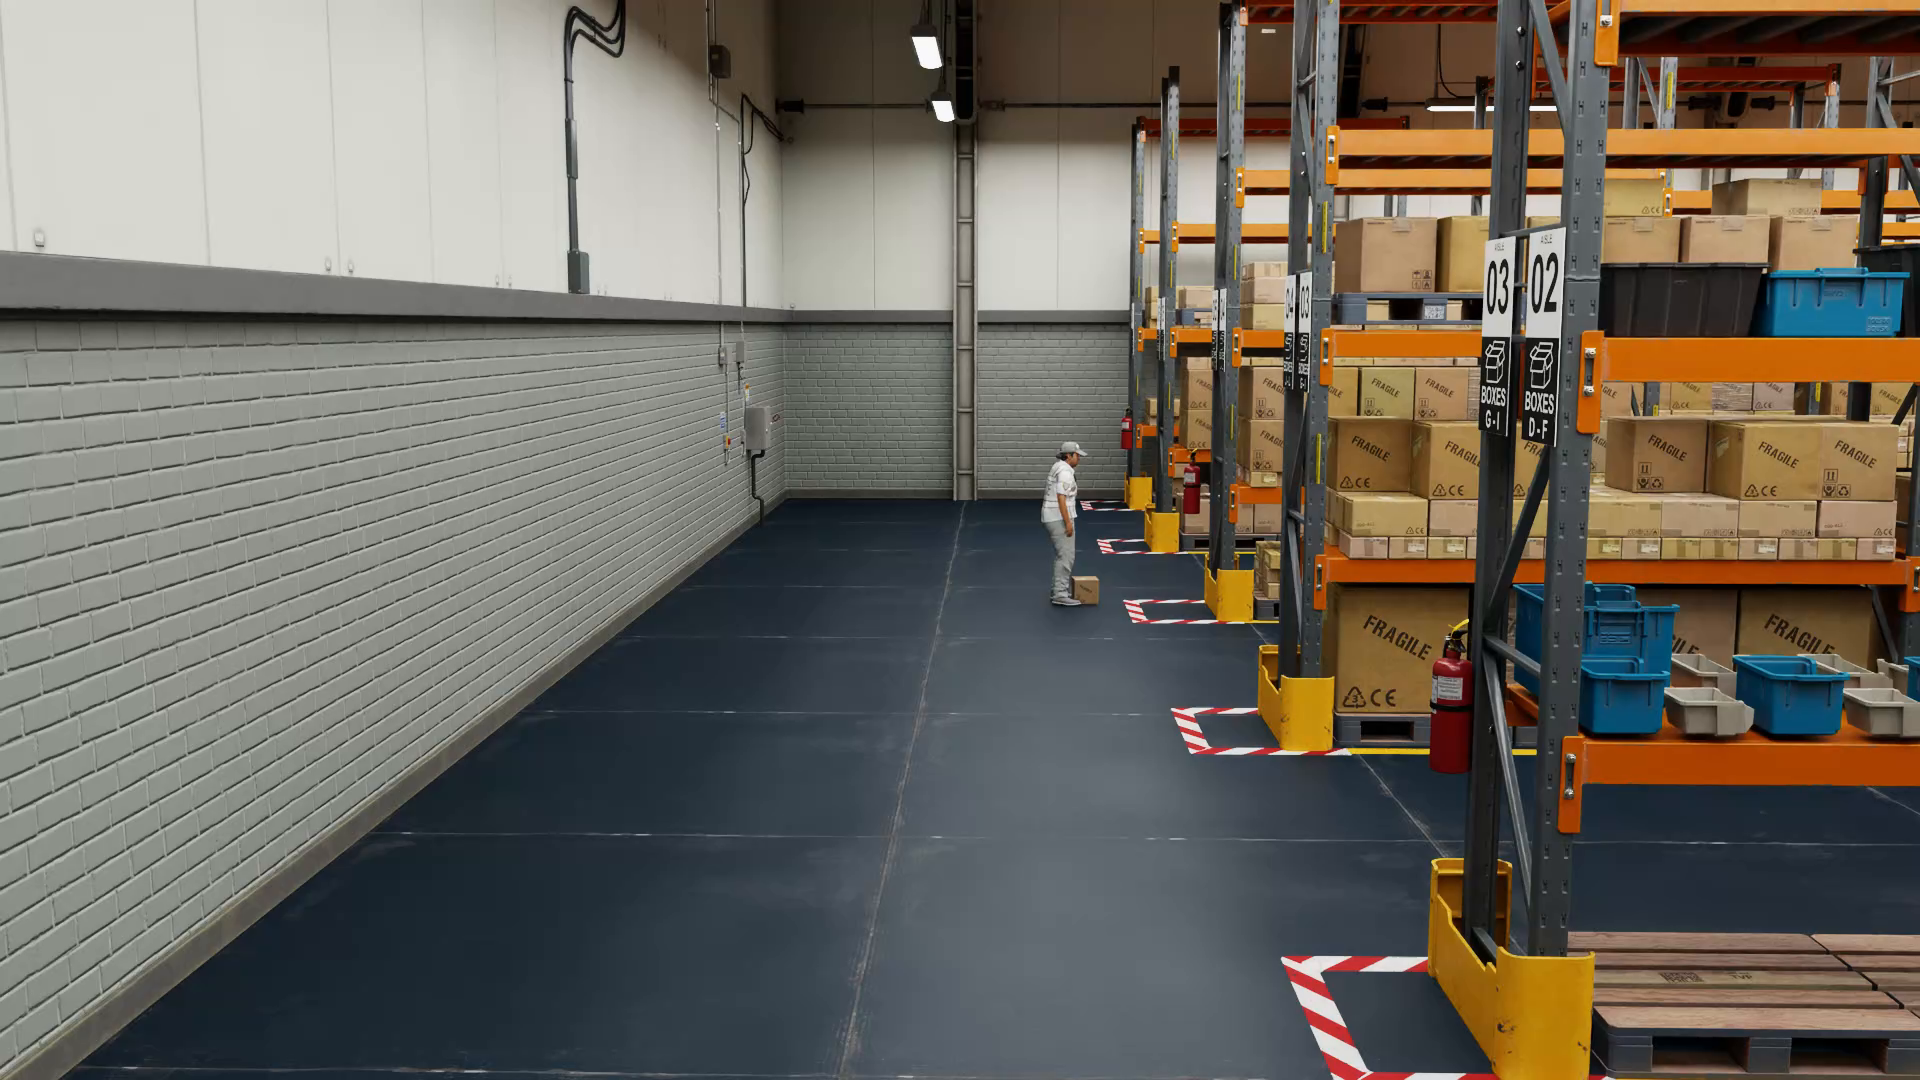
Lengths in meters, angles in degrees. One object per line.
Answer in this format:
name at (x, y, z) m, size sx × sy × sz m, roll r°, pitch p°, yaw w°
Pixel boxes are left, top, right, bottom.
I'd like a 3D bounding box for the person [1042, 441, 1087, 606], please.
person at (1.086, -0.183, 17.167) m, size 0.451 × 1.667 × 0.564 m, roll 0°, pitch 7°, yaw -2°
